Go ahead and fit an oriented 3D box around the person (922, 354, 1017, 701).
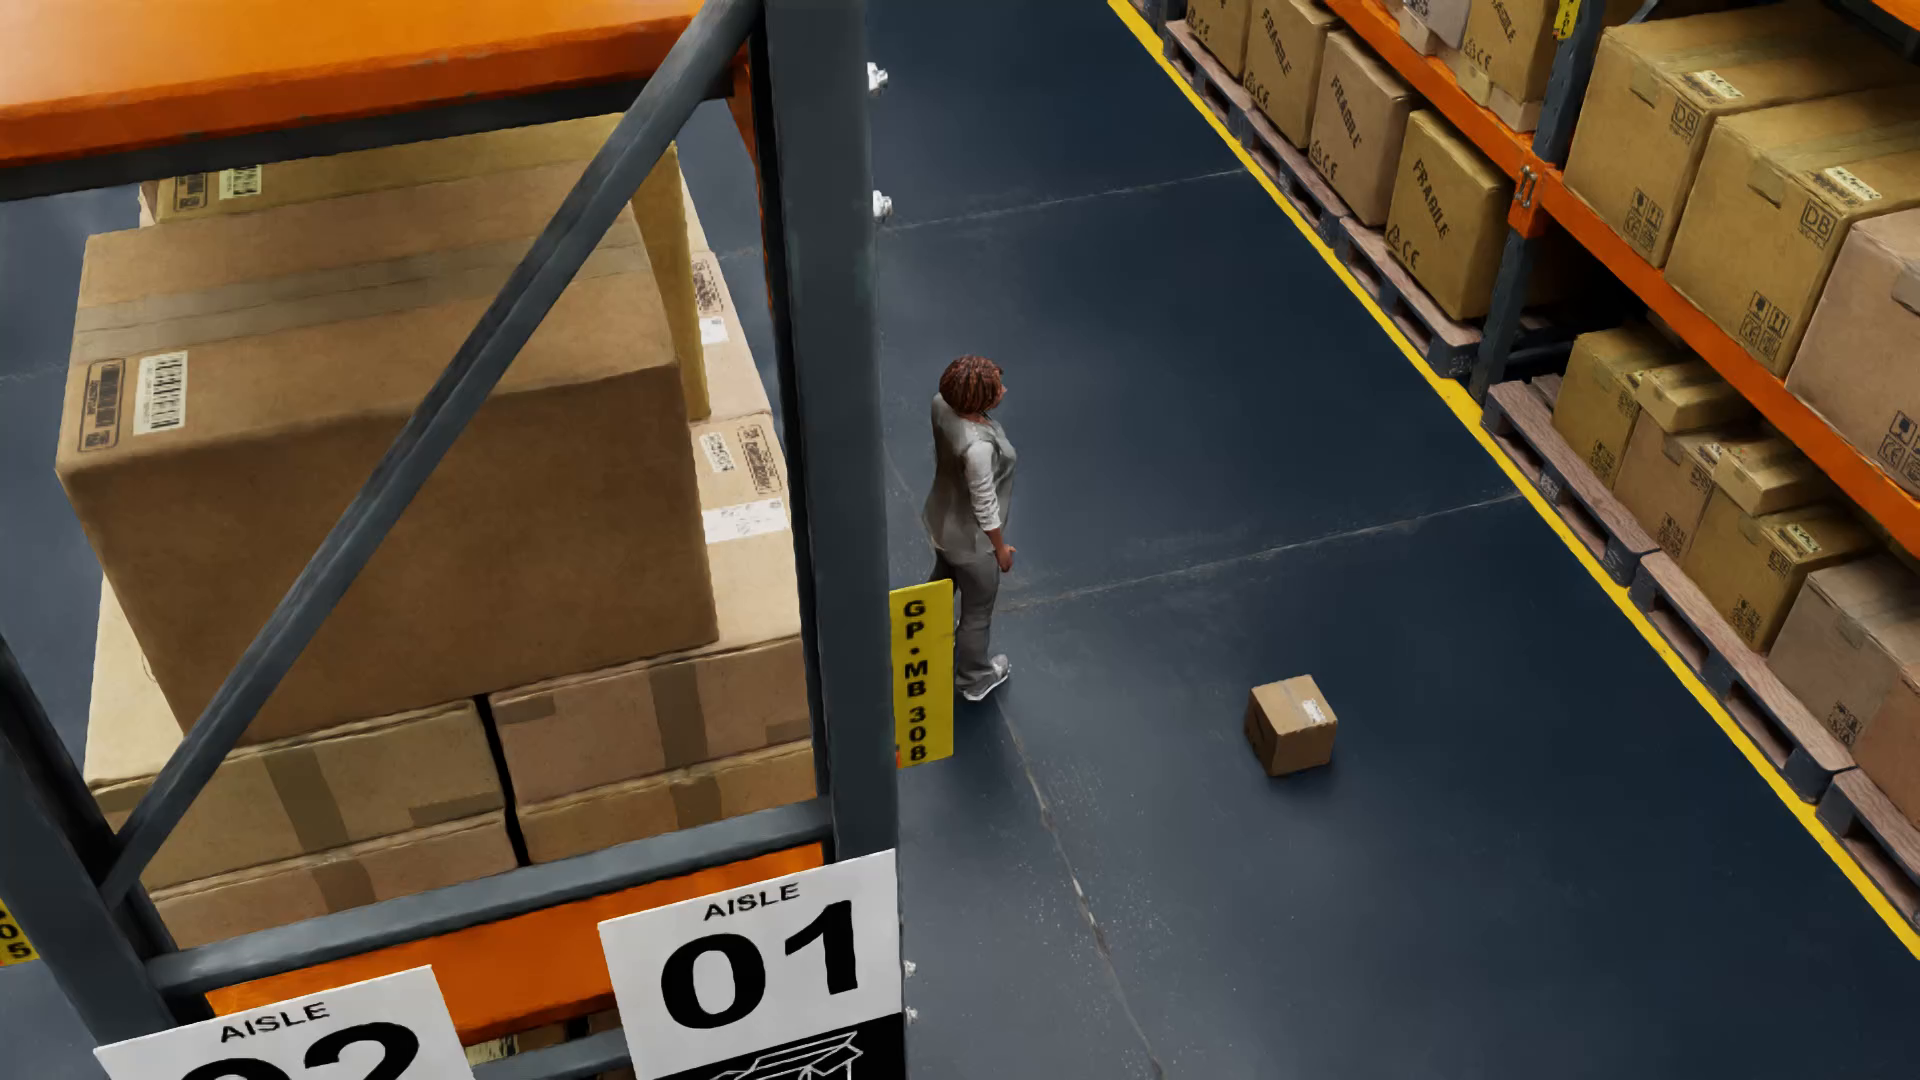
[{"bbox_3d":[0.029,-0.062,6.215,0.341,1.600,0.447,-13,44,-14],"label":"person"}]
